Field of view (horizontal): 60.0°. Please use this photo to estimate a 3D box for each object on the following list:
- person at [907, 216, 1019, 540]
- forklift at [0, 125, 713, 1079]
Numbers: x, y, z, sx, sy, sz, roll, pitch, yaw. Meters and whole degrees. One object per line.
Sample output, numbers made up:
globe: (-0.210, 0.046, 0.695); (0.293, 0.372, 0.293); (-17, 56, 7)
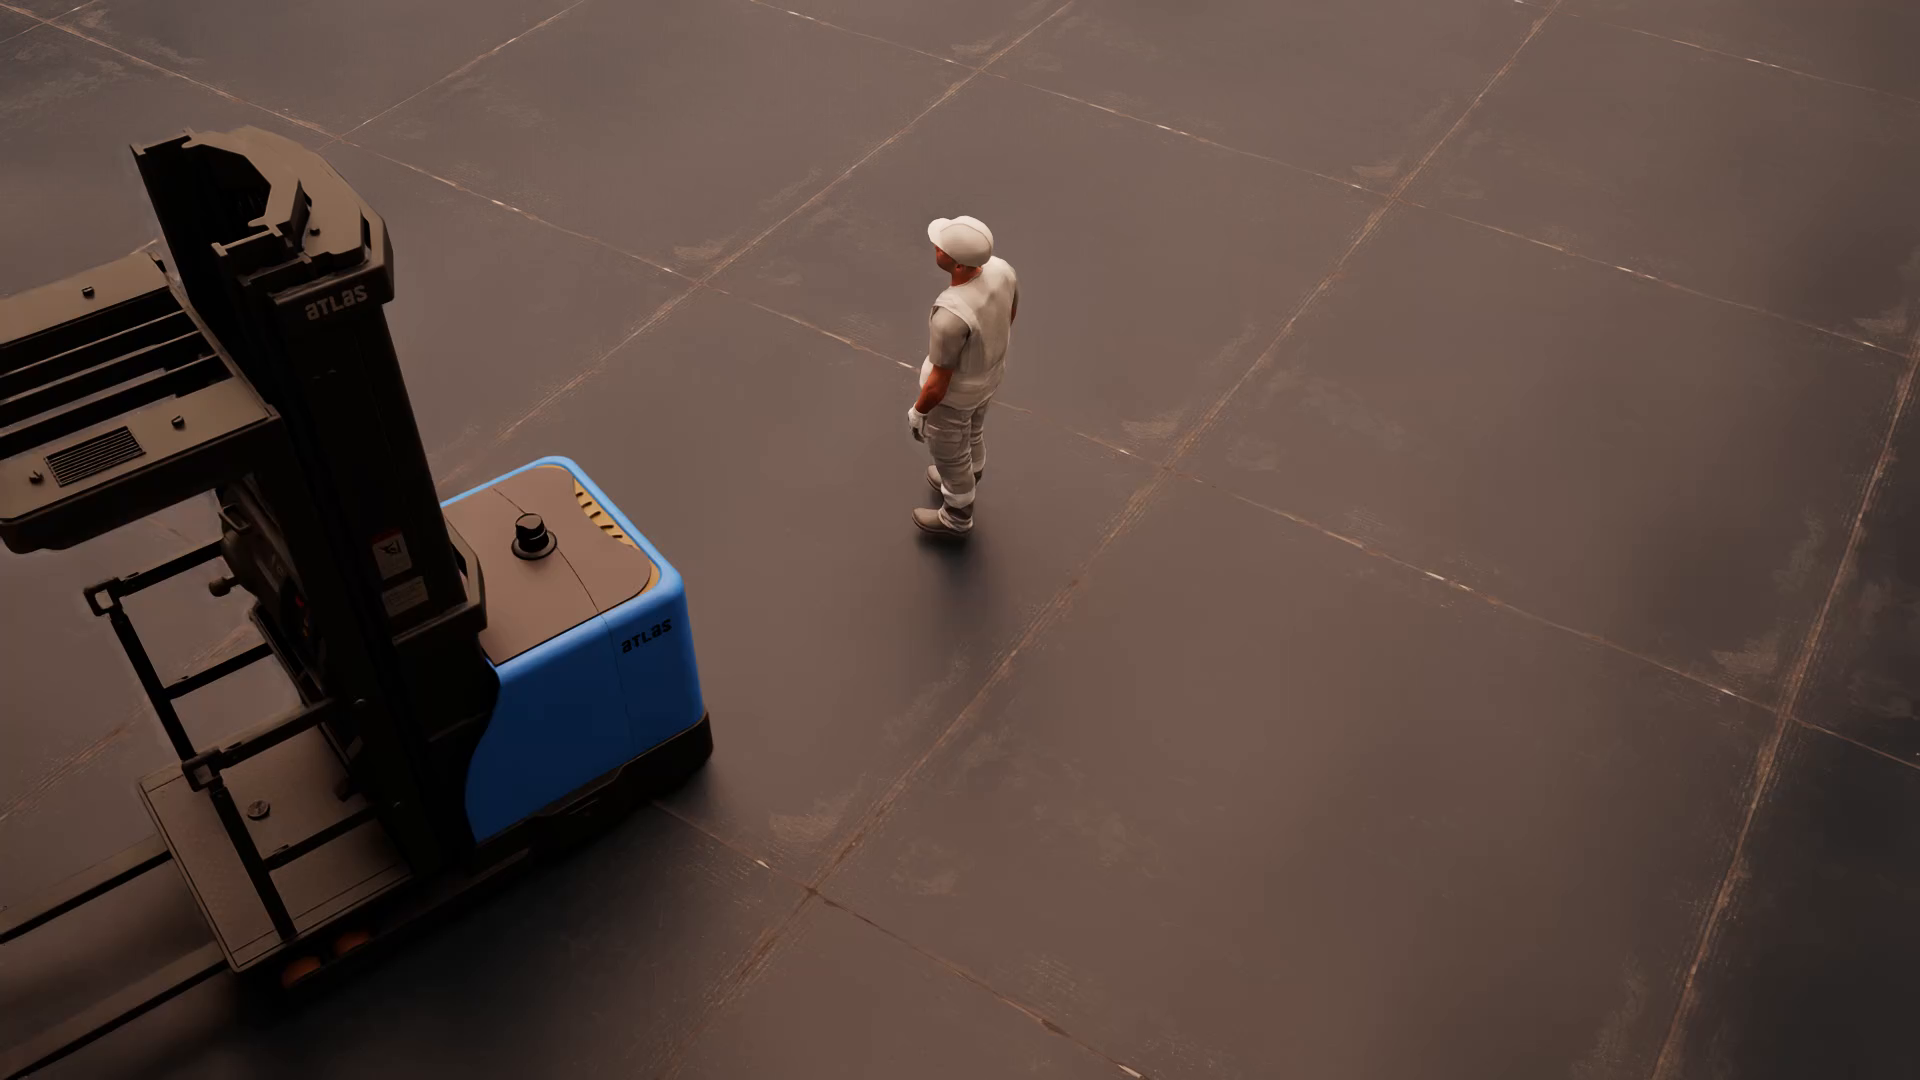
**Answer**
person: (-0.061, -0.720, 7.369); (0.564, 1.786, 0.638); (24, 48, 23)
forklift: (-2.506, 0.230, 5.606); (3.031, 2.935, 1.130); (-28, 50, -27)
